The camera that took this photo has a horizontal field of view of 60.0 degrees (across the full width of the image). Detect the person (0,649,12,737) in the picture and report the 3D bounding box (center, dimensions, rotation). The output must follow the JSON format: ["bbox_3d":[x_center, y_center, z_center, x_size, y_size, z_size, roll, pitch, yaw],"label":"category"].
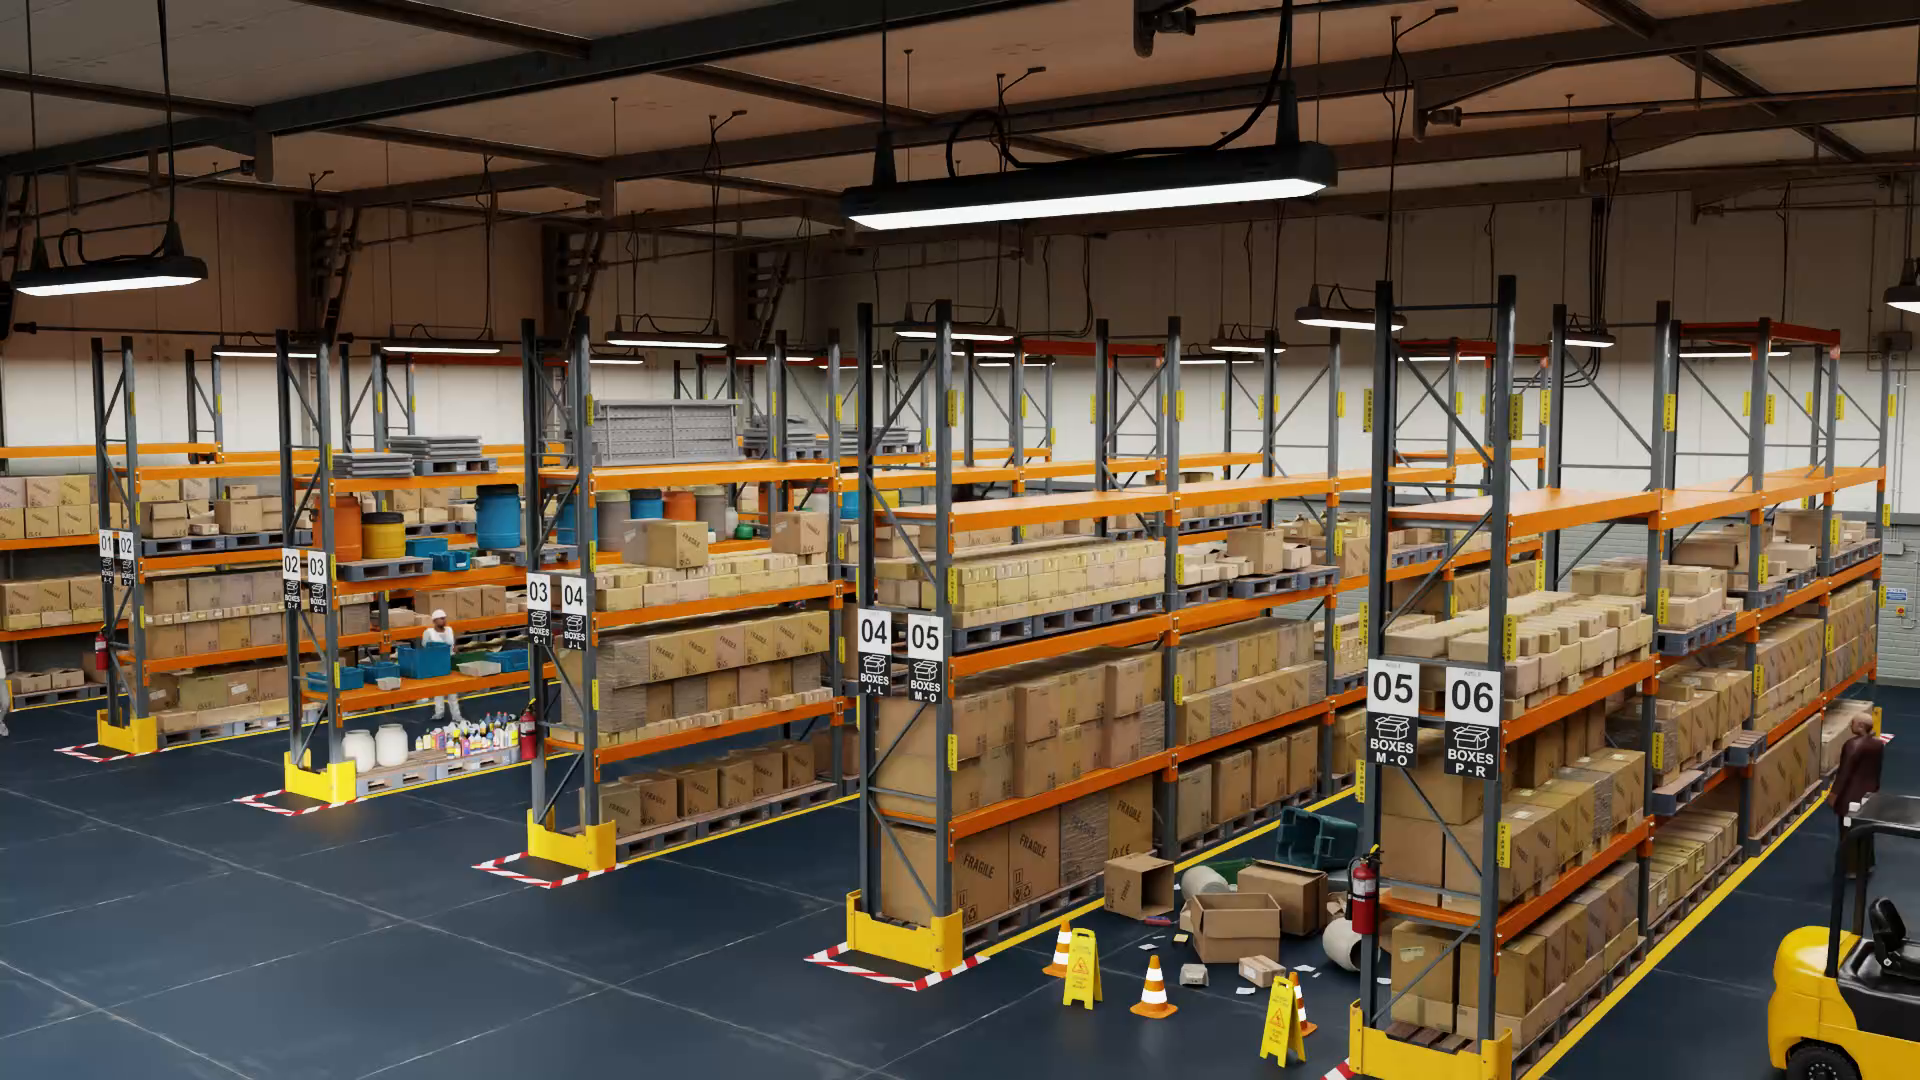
[{"bbox_3d":[-14.530,2.105,24.871,0.530,1.765,0.494,-4,7,-42],"label":"person"}]

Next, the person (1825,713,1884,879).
[{"bbox_3d":[9.600,2.767,17.932,0.641,1.686,0.540,-1,5,-13],"label":"person"}]

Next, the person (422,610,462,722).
[{"bbox_3d":[-8.208,1.989,26.362,0.624,1.780,0.603,-2,6,-26],"label":"person"}]
